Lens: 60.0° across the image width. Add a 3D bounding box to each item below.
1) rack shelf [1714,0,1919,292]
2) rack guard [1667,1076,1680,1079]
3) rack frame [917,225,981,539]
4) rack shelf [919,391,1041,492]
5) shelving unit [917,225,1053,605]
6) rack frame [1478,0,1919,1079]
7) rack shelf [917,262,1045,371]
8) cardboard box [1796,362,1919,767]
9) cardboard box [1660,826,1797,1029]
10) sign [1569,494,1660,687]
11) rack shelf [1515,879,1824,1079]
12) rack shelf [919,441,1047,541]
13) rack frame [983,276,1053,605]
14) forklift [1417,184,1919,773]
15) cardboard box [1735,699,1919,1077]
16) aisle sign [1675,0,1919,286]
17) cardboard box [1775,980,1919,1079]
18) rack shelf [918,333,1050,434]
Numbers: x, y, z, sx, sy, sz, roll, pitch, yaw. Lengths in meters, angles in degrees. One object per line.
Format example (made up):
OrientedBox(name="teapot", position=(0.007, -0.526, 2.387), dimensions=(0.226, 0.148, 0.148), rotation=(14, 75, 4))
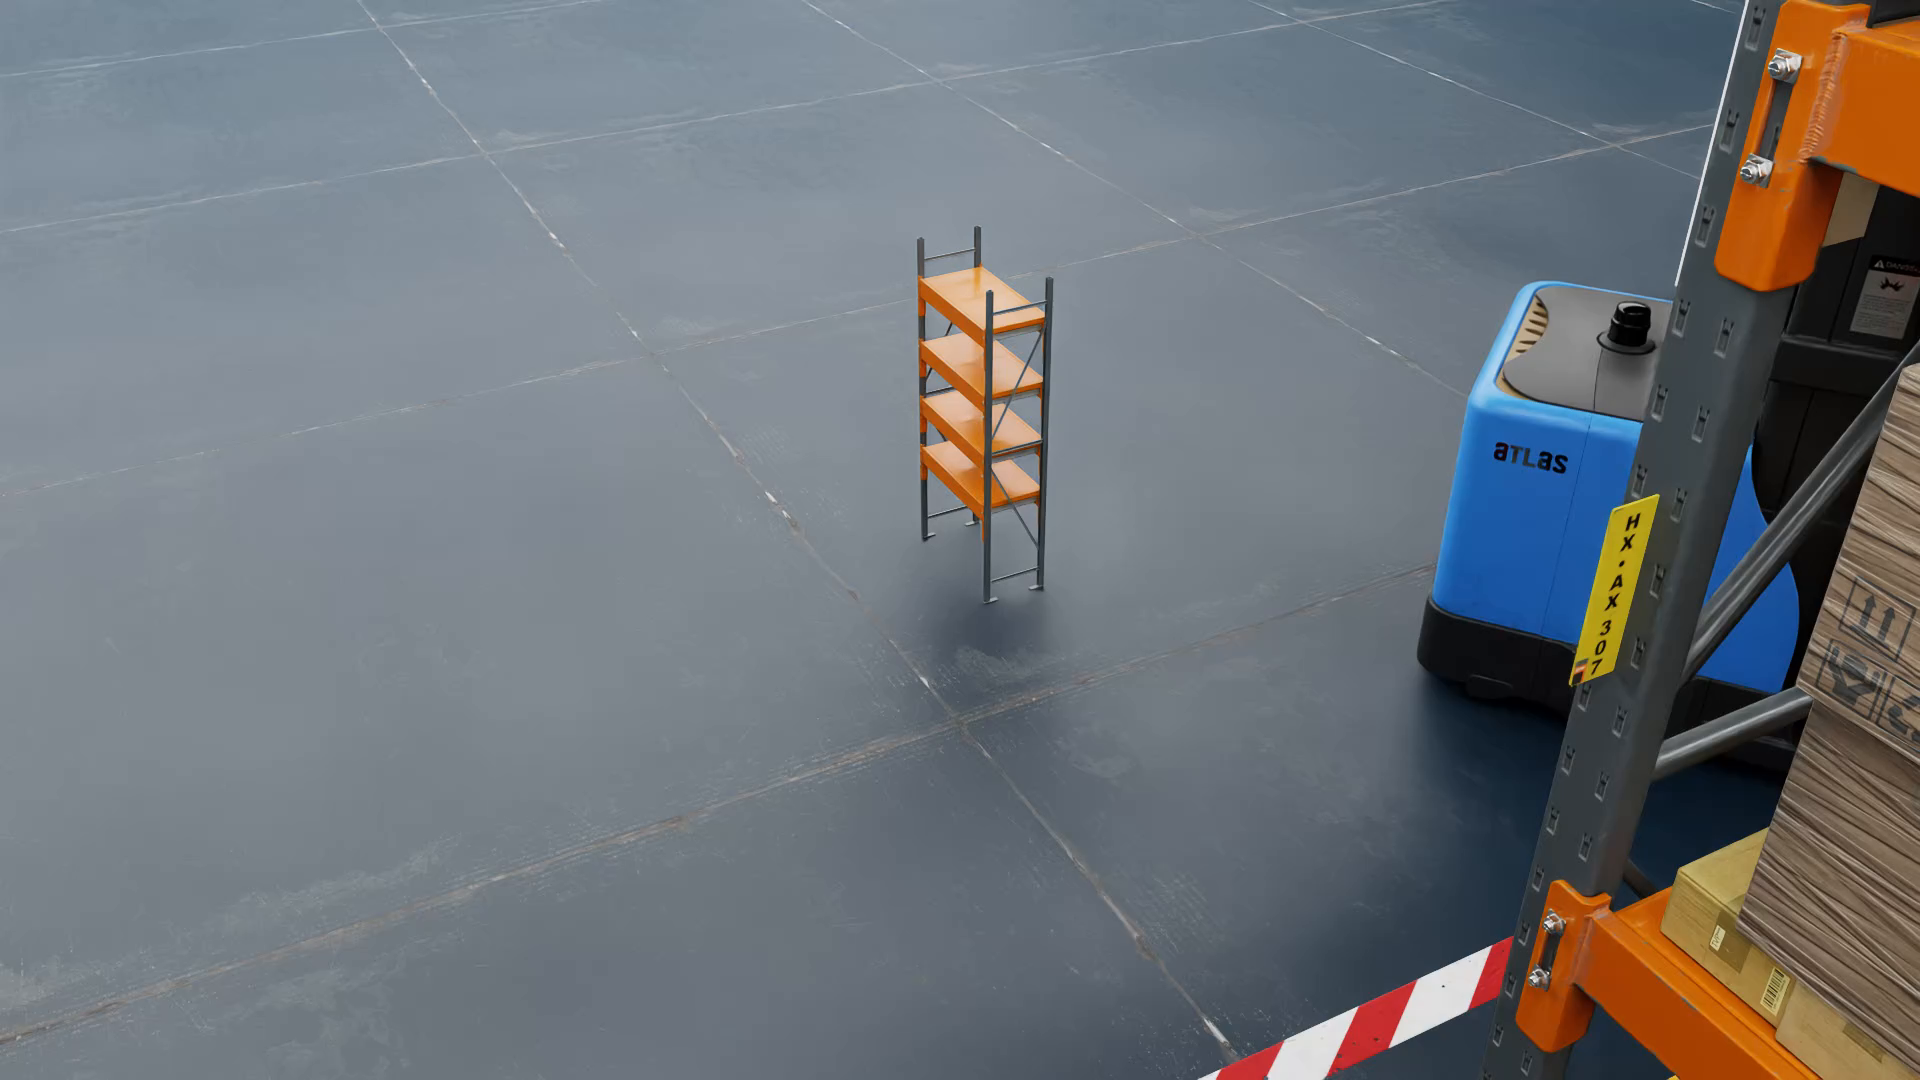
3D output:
OrientedBox(name="rack shelf", position=(2.413, 0.303, 0.883), dimensions=(1.077, 0.370, 4.000), rotation=(-16, 36, -23))
OrientedBox(name="rack guard", position=(1.516, 1.397, 3.606), dimensions=(1.175, 0.500, 0.348), rotation=(-16, 36, -23))
OrientedBox(name="rack frame", position=(-0.037, -0.543, 5.985), dimensions=(0.240, 1.200, 0.015), rotation=(-16, 36, -23))
OrientedBox(name="rack shelf", position=(0.077, -0.370, 5.839), dimensions=(0.258, 0.148, 0.480), rotation=(-16, 36, -23))
OrientedBox(name="shelving unit", position=(0.077, -0.426, 5.803), dimensions=(0.258, 1.200, 0.503), rotation=(-16, 36, -23))
OrientedBox(name="rack frame", position=(1.477, 0.309, 2.987), dimensions=(0.949, 2.616, 0.053), rotation=(-16, 36, -23))
OrientedBox(name="rack shelf", position=(0.077, -0.757, 5.591), dimensions=(0.258, 0.148, 0.480), rotation=(-16, 36, -23))
OrientedBox(name="cardboard box", position=(1.495, 0.051, 2.094), dimensions=(0.500, 0.500, 0.500), rotation=(-16, 36, -23))
OrientedBox(name="cardboard box", position=(1.402, 0.610, 2.750), dimensions=(0.380, 0.149, 0.250), rotation=(-16, 36, -23))
OrientedBox(name="sign", position=(1.000, 0.080, 2.541), dimensions=(0.100, 0.325, 0.005), rotation=(-16, 36, -23))
OrientedBox(name="rack shelf", position=(2.413, 1.566, 1.692), dimensions=(1.077, 0.370, 4.000), rotation=(-16, 36, -23))
OrientedBox(name="rack shelf", position=(0.077, -0.202, 5.946), dimensions=(0.258, 0.148, 0.480), rotation=(-16, 36, -23))
OrientedBox(name="rack frame", position=(0.191, -0.310, 5.621), dimensions=(0.240, 1.200, 0.015), rotation=(-16, 36, -23))
OrientedBox(name="forklift", position=(3.070, -0.652, 4.551), dimensions=(3.031, 2.935, 1.130), rotation=(15, 35, 21))
OrientedBox(name="cardboard box", position=(1.712, 0.410, 2.460), dimensions=(0.875, 0.500, 0.500), rotation=(-16, 36, -23))
OrientedBox(name="aisle sign", position=(1.186, -0.740, 2.215), dimensions=(0.394, 0.787, 0.004), rotation=(-16, 36, -23))
OrientedBox(name="cardboard box", position=(1.502, 0.734, 2.556), dimensions=(0.380, 0.149, 0.250), rotation=(-16, 36, -23))
OrientedBox(name="rack shelf", position=(0.077, -0.558, 5.719), dimensions=(0.258, 0.148, 0.480), rotation=(-16, 36, -23))
